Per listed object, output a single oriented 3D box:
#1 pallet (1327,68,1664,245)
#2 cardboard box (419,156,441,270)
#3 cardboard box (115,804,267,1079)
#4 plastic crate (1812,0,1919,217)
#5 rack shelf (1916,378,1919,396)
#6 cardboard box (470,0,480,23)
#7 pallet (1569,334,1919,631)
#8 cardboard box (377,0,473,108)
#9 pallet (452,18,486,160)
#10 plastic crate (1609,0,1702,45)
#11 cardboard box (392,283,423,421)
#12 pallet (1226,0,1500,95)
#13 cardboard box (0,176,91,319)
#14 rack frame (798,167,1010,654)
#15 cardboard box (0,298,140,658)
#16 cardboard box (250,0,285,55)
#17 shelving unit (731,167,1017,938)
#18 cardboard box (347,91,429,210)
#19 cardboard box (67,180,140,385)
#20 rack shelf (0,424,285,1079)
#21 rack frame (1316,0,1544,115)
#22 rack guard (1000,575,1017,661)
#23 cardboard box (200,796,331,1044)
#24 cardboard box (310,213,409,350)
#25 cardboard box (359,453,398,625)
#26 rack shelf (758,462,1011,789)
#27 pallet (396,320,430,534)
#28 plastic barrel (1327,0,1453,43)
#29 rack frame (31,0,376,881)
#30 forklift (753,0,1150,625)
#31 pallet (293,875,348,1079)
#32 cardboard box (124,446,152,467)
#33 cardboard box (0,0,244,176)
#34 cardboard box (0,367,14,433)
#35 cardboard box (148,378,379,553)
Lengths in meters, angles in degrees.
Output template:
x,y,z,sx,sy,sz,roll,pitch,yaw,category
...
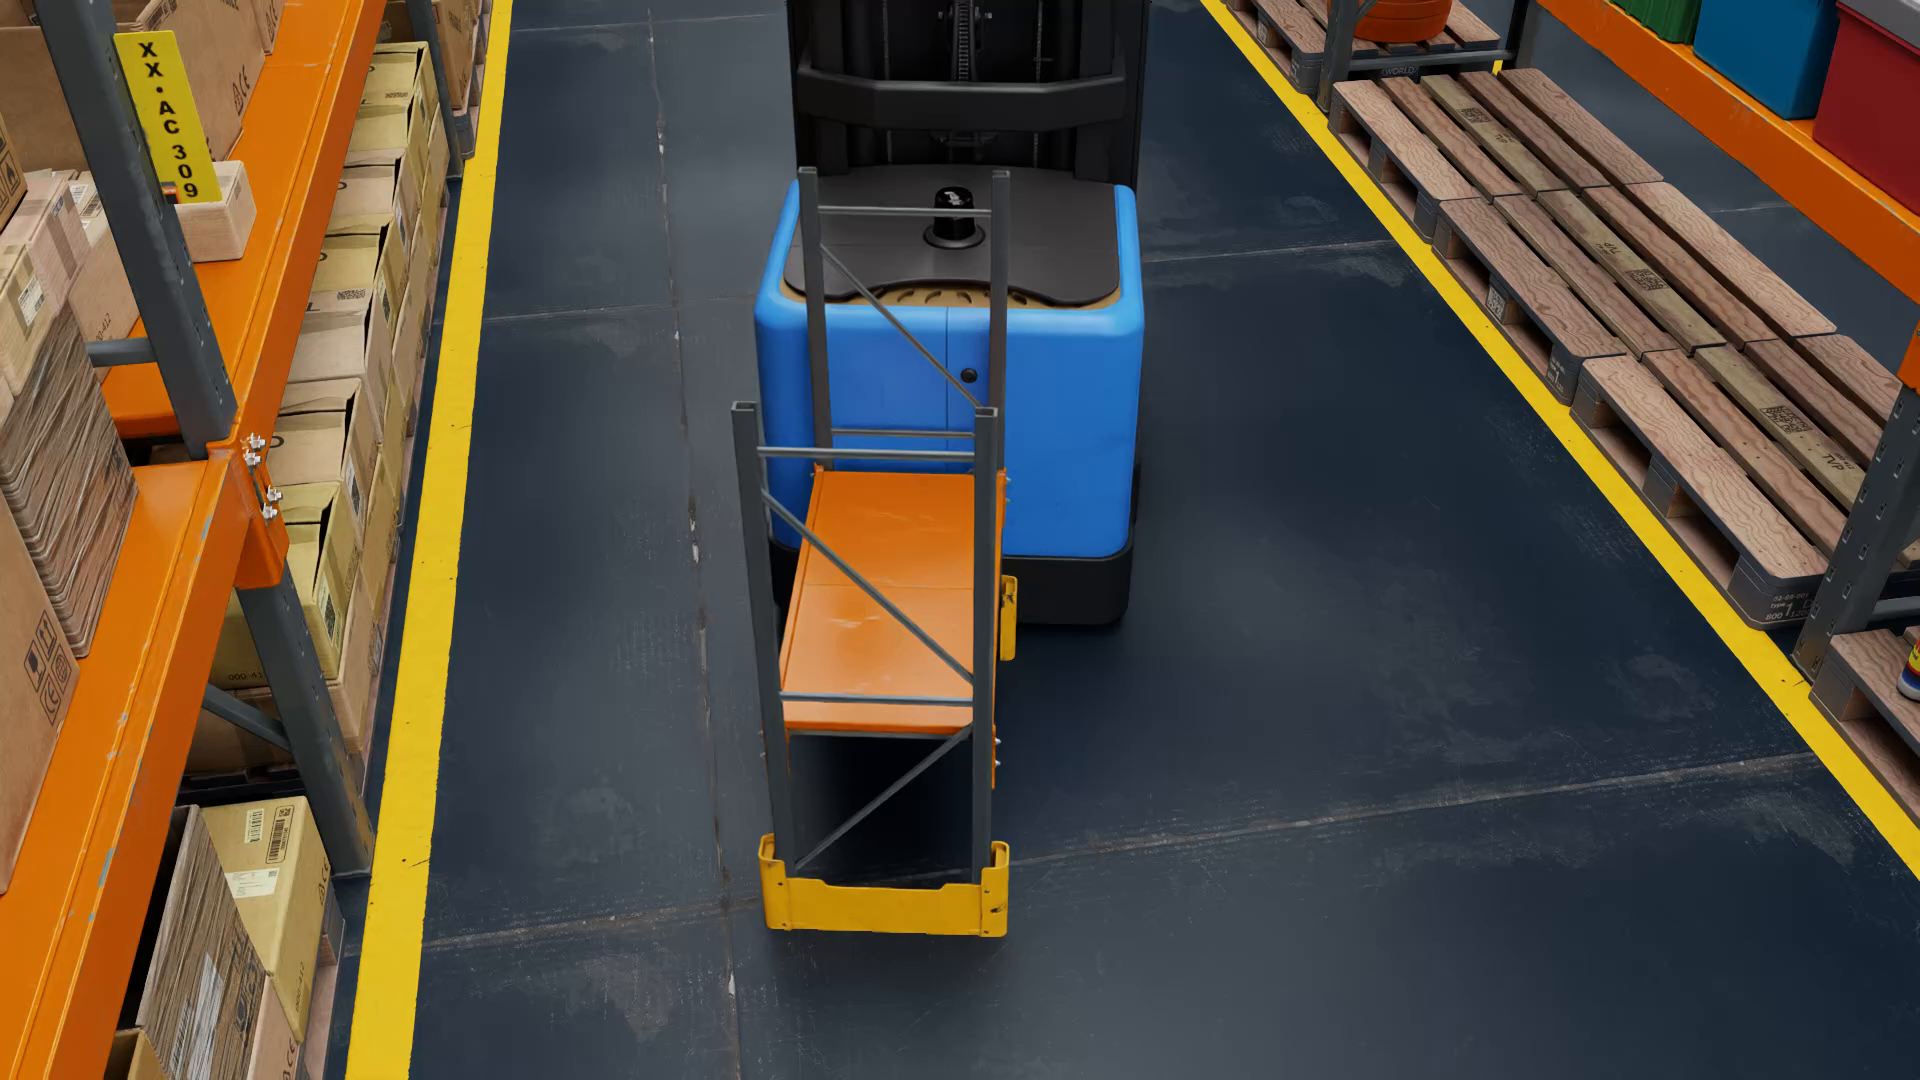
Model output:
x,y,z,sx,sy,sz,roll,pitch,yaw,category
2.295,-1.700,7.267,1.003,0.211,1.213,-6,38,-8,pallet
-2.254,-1.221,6.275,0.500,0.250,0.500,-7,38,-8,cardboard box
-1.606,0.857,2.990,0.500,0.500,0.500,-6,38,-8,cardboard box
2.513,-1.142,4.223,0.402,0.464,0.583,-6,38,-8,plastic crate
3.249,0.634,2.575,1.077,0.370,4.000,-6,38,-8,rack shelf
-2.658,-2.855,8.158,0.500,0.500,0.500,-7,38,-9,cardboard box
2.723,-0.227,5.370,1.003,0.211,1.213,-6,38,-8,pallet
-2.478,-2.235,7.361,0.500,0.500,0.500,-5,38,-6,cardboard box
-2.773,-2.097,7.777,1.003,0.211,1.213,-6,38,-8,pallet
2.316,-1.795,5.289,0.450,0.188,0.662,-6,38,-8,plastic crate
-2.075,-0.606,5.484,0.500,0.250,0.500,-6,38,-7,cardboard box
2.018,-2.644,8.481,1.003,0.211,1.213,-6,38,-8,pallet
-1.720,-0.482,2.815,0.380,0.149,0.250,-6,38,-8,cardboard box
-0.132,-0.277,4.384,0.500,1.500,0.032,2,38,2,rack frame
-1.894,-0.099,2.851,0.700,0.500,0.500,-7,38,-9,cardboard box
-2.369,-1.771,5.003,0.500,0.500,0.500,-8,39,-10,cardboard box
-0.155,0.029,3.990,0.587,1.500,1.083,2,38,2,shelving unit
-2.248,-1.442,6.102,0.500,0.311,0.500,-7,38,-9,cardboard box
-2.108,-0.561,3.649,0.500,0.250,0.500,-4,38,-5,cardboard box
-1.628,1.165,1.892,1.077,0.370,4.000,-6,38,-8,rack shelf
2.198,-3.274,7.019,1.000,3.000,0.127,-6,38,-8,rack frame
-0.133,0.217,4.766,0.587,0.250,0.087,2,38,2,rack guard
-1.682,0.849,3.611,0.500,0.250,0.500,-6,38,-8,cardboard box
-2.076,-0.833,5.320,0.500,0.311,0.500,-5,38,-7,cardboard box
-1.894,0.014,4.686,0.500,0.250,0.500,-5,38,-7,cardboard box
-0.156,0.177,4.093,0.538,0.185,1.000,2,38,2,rack shelf
-2.363,-0.405,5.599,1.003,0.211,1.213,-6,38,-8,pallet
2.095,-2.876,7.934,0.600,0.830,0.708,-6,38,-8,plastic barrel
-1.978,-0.327,3.226,1.000,3.000,0.127,-6,38,-8,rack frame
0.035,-1.794,5.170,1.130,2.935,3.031,2,38,2,forklift
-1.880,1.259,3.457,1.003,0.211,1.213,-6,38,-8,pallet
-2.429,-0.156,4.448,0.500,0.311,0.500,-5,38,-7,cardboard box
-2.189,-1.150,4.204,0.500,0.500,0.500,-4,38,-5,cardboard box
-1.630,-0.174,2.419,0.380,0.149,0.250,-7,38,-9,cardboard box
-1.888,-0.208,4.514,0.500,0.311,0.500,-7,38,-8,cardboard box
